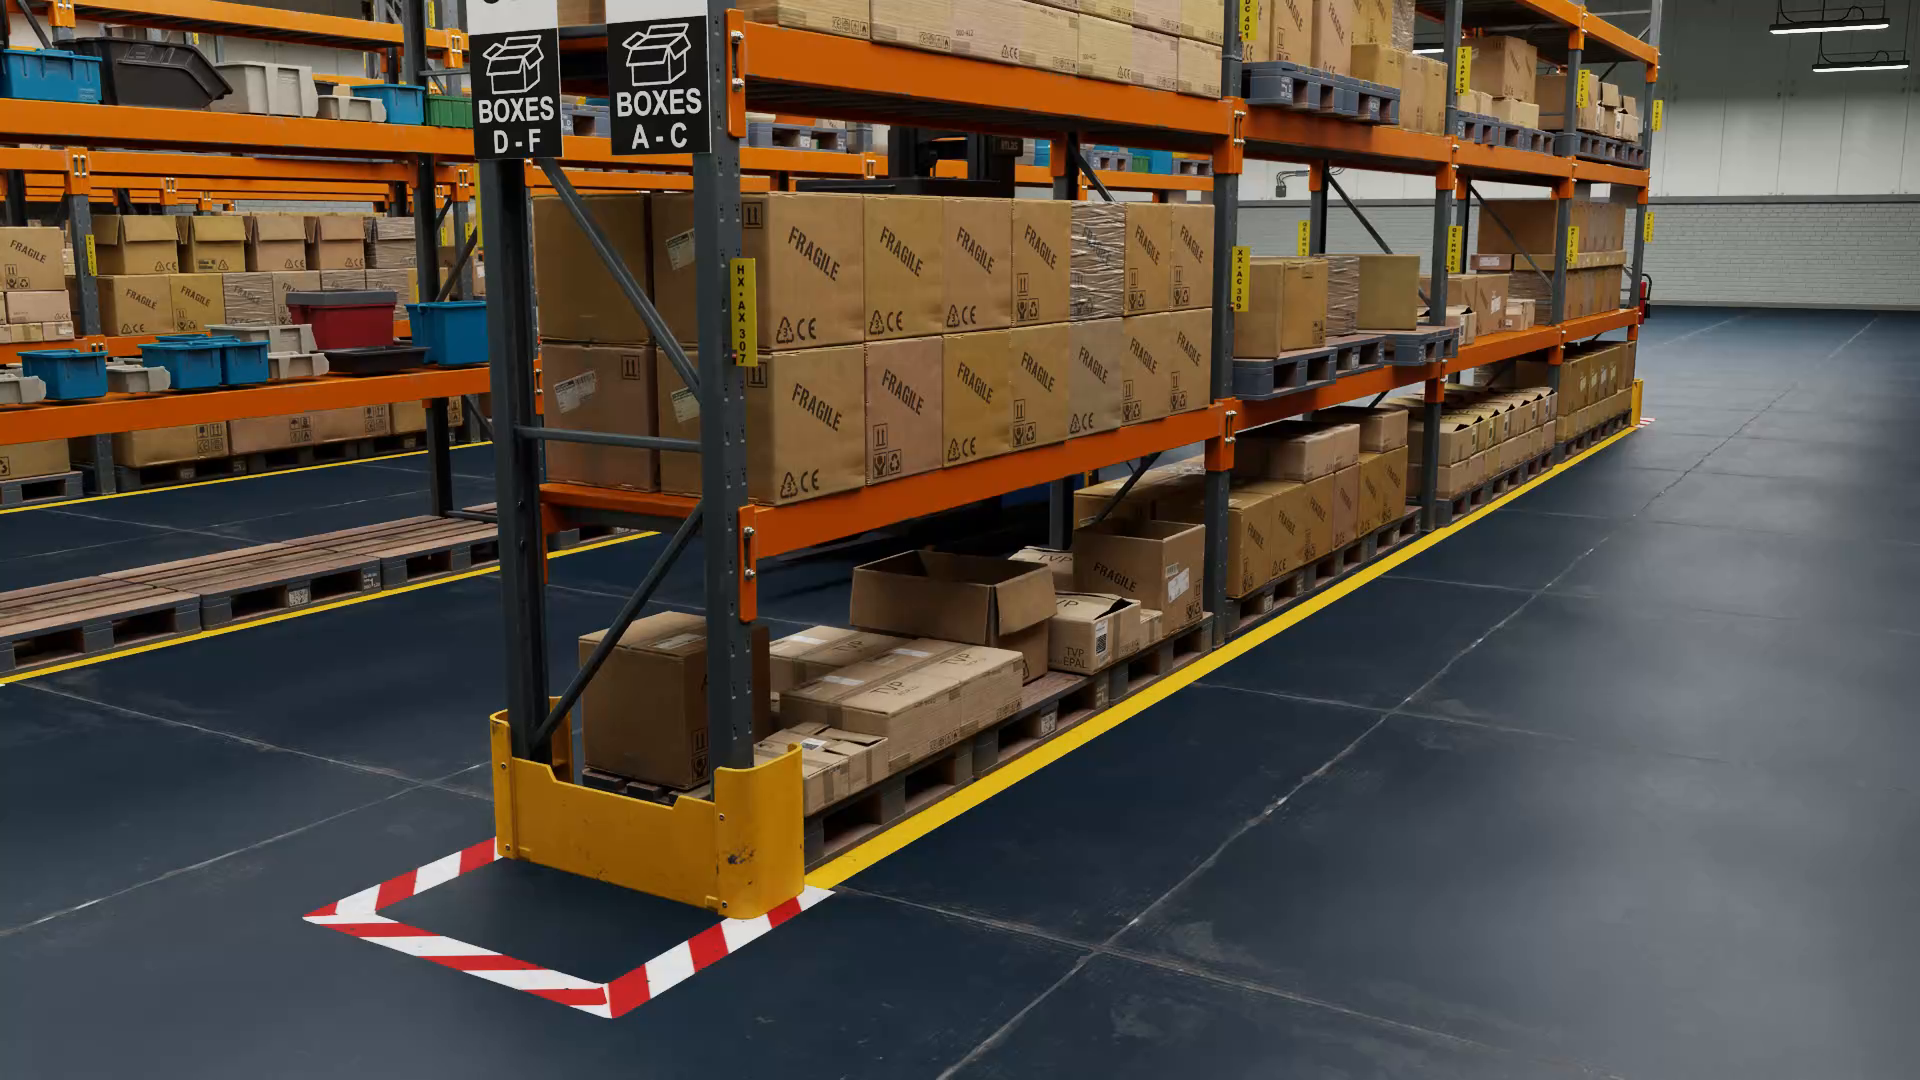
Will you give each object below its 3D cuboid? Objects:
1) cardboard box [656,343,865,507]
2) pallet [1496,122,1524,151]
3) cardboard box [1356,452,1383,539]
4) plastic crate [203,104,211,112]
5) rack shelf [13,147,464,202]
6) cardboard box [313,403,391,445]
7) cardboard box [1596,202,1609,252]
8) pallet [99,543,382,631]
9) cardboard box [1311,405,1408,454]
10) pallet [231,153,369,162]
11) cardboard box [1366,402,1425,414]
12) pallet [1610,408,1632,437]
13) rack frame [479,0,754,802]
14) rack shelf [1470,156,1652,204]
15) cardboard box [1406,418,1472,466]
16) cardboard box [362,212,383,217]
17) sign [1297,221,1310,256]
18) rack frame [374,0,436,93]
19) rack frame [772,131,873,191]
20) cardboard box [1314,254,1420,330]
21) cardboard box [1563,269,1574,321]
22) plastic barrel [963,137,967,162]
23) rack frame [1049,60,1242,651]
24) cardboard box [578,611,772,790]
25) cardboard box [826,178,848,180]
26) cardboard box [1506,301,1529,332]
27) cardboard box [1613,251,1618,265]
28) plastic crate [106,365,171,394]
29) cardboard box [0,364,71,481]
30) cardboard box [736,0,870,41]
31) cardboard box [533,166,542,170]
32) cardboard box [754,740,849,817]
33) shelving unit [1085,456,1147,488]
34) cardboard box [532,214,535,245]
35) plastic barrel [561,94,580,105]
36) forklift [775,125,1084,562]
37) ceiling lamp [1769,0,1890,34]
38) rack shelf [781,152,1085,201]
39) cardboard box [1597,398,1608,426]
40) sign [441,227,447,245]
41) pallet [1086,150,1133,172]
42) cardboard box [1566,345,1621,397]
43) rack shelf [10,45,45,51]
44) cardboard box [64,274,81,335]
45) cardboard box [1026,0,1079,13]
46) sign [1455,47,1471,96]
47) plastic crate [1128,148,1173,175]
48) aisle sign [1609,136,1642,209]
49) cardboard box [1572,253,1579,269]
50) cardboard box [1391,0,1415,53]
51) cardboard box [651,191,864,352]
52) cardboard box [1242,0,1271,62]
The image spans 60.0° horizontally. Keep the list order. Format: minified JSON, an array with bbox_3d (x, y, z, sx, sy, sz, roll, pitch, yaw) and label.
[{"bbox_3d":[-0.670,-0.413,5.653,0.500,0.500,0.500,7,13,32],"label":"cardboard box"},{"bbox_3d":[3.882,-3.251,13.443,1.003,0.211,1.213,7,13,33],"label":"pallet"},{"bbox_3d":[2.474,-0.314,10.994,0.500,0.500,0.500,6,12,29],"label":"cardboard box"},{"bbox_3d":[-4.497,-2.487,9.566,0.437,0.136,0.530,6,12,31],"label":"plastic crate"},{"bbox_3d":[-6.475,-3.331,15.313,1.077,0.370,4.000,6,12,31],"label":"rack shelf"},{"bbox_3d":[-6.282,-1.441,16.046,1.225,0.875,0.875,6,12,31],"label":"cardboard box"},{"bbox_3d":[6.371,-3.280,17.438,0.700,0.500,0.500,6,12,31],"label":"cardboard box"},{"bbox_3d":[-4.262,0.260,9.906,1.003,0.211,1.213,6,12,31],"label":"pallet"},{"bbox_3d":[2.717,-0.755,11.310,0.500,0.250,0.500,7,13,33],"label":"cardboard box"},{"bbox_3d":[-6.304,-3.624,15.436,1.003,0.211,1.213,7,13,33],"label":"pallet"},{"bbox_3d":[3.618,-0.976,13.736,0.500,0.311,0.500,6,12,30],"label":"cardboard box"},{"bbox_3d":[6.820,-1.341,18.458,1.003,0.211,1.213,6,12,31],"label":"pallet"},{"bbox_3d":[-1.126,-0.320,5.424,1.000,3.000,0.127,6,12,31],"label":"rack frame"},{"bbox_3d":[6.143,-3.642,16.975,1.077,0.370,4.000,6,12,31],"label":"rack shelf"},{"bbox_3d":[3.551,-0.763,12.598,0.500,0.311,0.500,7,13,33],"label":"cardboard box"},{"bbox_3d":[-10.101,-5.236,27.891,0.700,0.500,0.500,7,12,31],"label":"cardboard box"},{"bbox_3d":[2.552,-2.199,12.319,0.100,0.325,0.005,6,12,31],"label":"sign"},{"bbox_3d":[-7.547,-6.592,22.628,1.000,3.000,0.127,6,12,31],"label":"rack frame"},{"bbox_3d":[-1.204,-2.052,14.676,1.000,3.000,0.127,6,12,31],"label":"rack frame"},{"bbox_3d":[2.797,-1.724,11.510,0.700,0.500,0.500,2,11,12],"label":"cardboard box"},{"bbox_3d":[5.598,-2.410,16.318,0.700,0.500,0.500,6,12,30],"label":"cardboard box"},{"bbox_3d":[0.115,-4.095,16.077,0.600,0.901,0.708,6,12,31],"label":"plastic barrel"},{"bbox_3d":[0.951,-0.949,8.785,1.000,3.000,0.127,6,12,31],"label":"rack frame"},{"bbox_3d":[-1.054,0.584,6.196,0.500,0.500,0.500,6,12,31],"label":"cardboard box"},{"bbox_3d":[-1.847,-4.925,22.280,0.500,0.250,0.500,7,13,32],"label":"cardboard box"},{"bbox_3d":[4.805,-1.985,14.685,0.396,0.266,0.258,6,12,29],"label":"cardboard box"},{"bbox_3d":[6.878,-3.044,17.943,0.380,0.149,0.250,6,12,30],"label":"cardboard box"},{"bbox_3d":[-4.358,-0.850,8.810,0.250,0.136,0.298,6,12,31],"label":"plastic crate"},{"bbox_3d":[-7.925,-0.962,13.486,0.875,0.875,0.875,6,12,31],"label":"cardboard box"},{"bbox_3d":[-0.642,-1.777,5.464,0.500,0.250,0.500,6,12,31],"label":"cardboard box"},{"bbox_3d":[-4.709,-4.056,17.637,0.500,0.250,0.500,7,13,32],"label":"cardboard box"},{"bbox_3d":[-0.615,0.832,5.823,0.380,0.149,0.250,6,12,31],"label":"cardboard box"},{"bbox_3d":[0.952,-0.940,12.812,0.587,1.500,1.083,8,13,38],"label":"shelving unit"},{"bbox_3d":[-6.474,-4.556,24.713,0.875,0.550,0.500,6,12,31],"label":"cardboard box"},{"bbox_3d":[-2.793,-3.229,11.303,0.433,0.535,0.433,0,11,0],"label":"plastic barrel"},{"bbox_3d":[-0.390,-1.351,11.118,1.130,2.935,3.031,8,13,38],"label":"forklift"},{"bbox_3d":[16.392,-11.140,31.056,2.000,3.185,0.800,6,12,31],"label":"ceiling lamp"},{"bbox_3d":[-0.166,-3.487,16.146,1.077,0.370,4.000,6,12,31],"label":"rack shelf"},{"bbox_3d":[6.387,-1.341,17.212,0.500,0.250,0.500,6,12,31],"label":"cardboard box"},{"bbox_3d":[-7.078,-4.123,22.812,0.100,0.325,0.005,6,12,31],"label":"sign"},{"bbox_3d":[1.164,-4.185,18.433,1.213,0.211,1.003,6,12,31],"label":"pallet"},{"bbox_3d":[6.650,-1.788,17.561,0.500,0.500,0.500,6,12,31],"label":"cardboard box"},{"bbox_3d":[-10.662,-5.099,17.690,1.077,0.370,4.000,6,12,31],"label":"rack shelf"},{"bbox_3d":[-7.504,-2.044,14.366,0.500,0.500,0.500,6,12,31],"label":"cardboard box"},{"bbox_3d":[0.146,-2.257,6.672,0.500,0.250,0.500,6,12,31],"label":"cardboard box"},{"bbox_3d":[3.490,-3.254,11.543,0.100,0.325,0.005,6,12,31],"label":"sign"},{"bbox_3d":[2.217,-4.448,19.366,0.392,0.384,0.575,6,12,31],"label":"plastic crate"},{"bbox_3d":[7.466,-4.096,18.532,0.394,0.787,0.004,6,12,31],"label":"aisle sign"},{"bbox_3d":[5.807,-2.720,16.213,0.380,0.149,0.250,6,12,30],"label":"cardboard box"},{"bbox_3d":[2.796,-3.525,11.404,0.500,0.500,0.500,6,12,31],"label":"cardboard box"},{"bbox_3d":[-0.670,-0.905,5.561,0.500,0.500,0.500,7,13,32],"label":"cardboard box"},{"bbox_3d":[1.275,-2.800,8.837,0.600,0.600,0.600,5,12,25],"label":"cardboard box"}]
